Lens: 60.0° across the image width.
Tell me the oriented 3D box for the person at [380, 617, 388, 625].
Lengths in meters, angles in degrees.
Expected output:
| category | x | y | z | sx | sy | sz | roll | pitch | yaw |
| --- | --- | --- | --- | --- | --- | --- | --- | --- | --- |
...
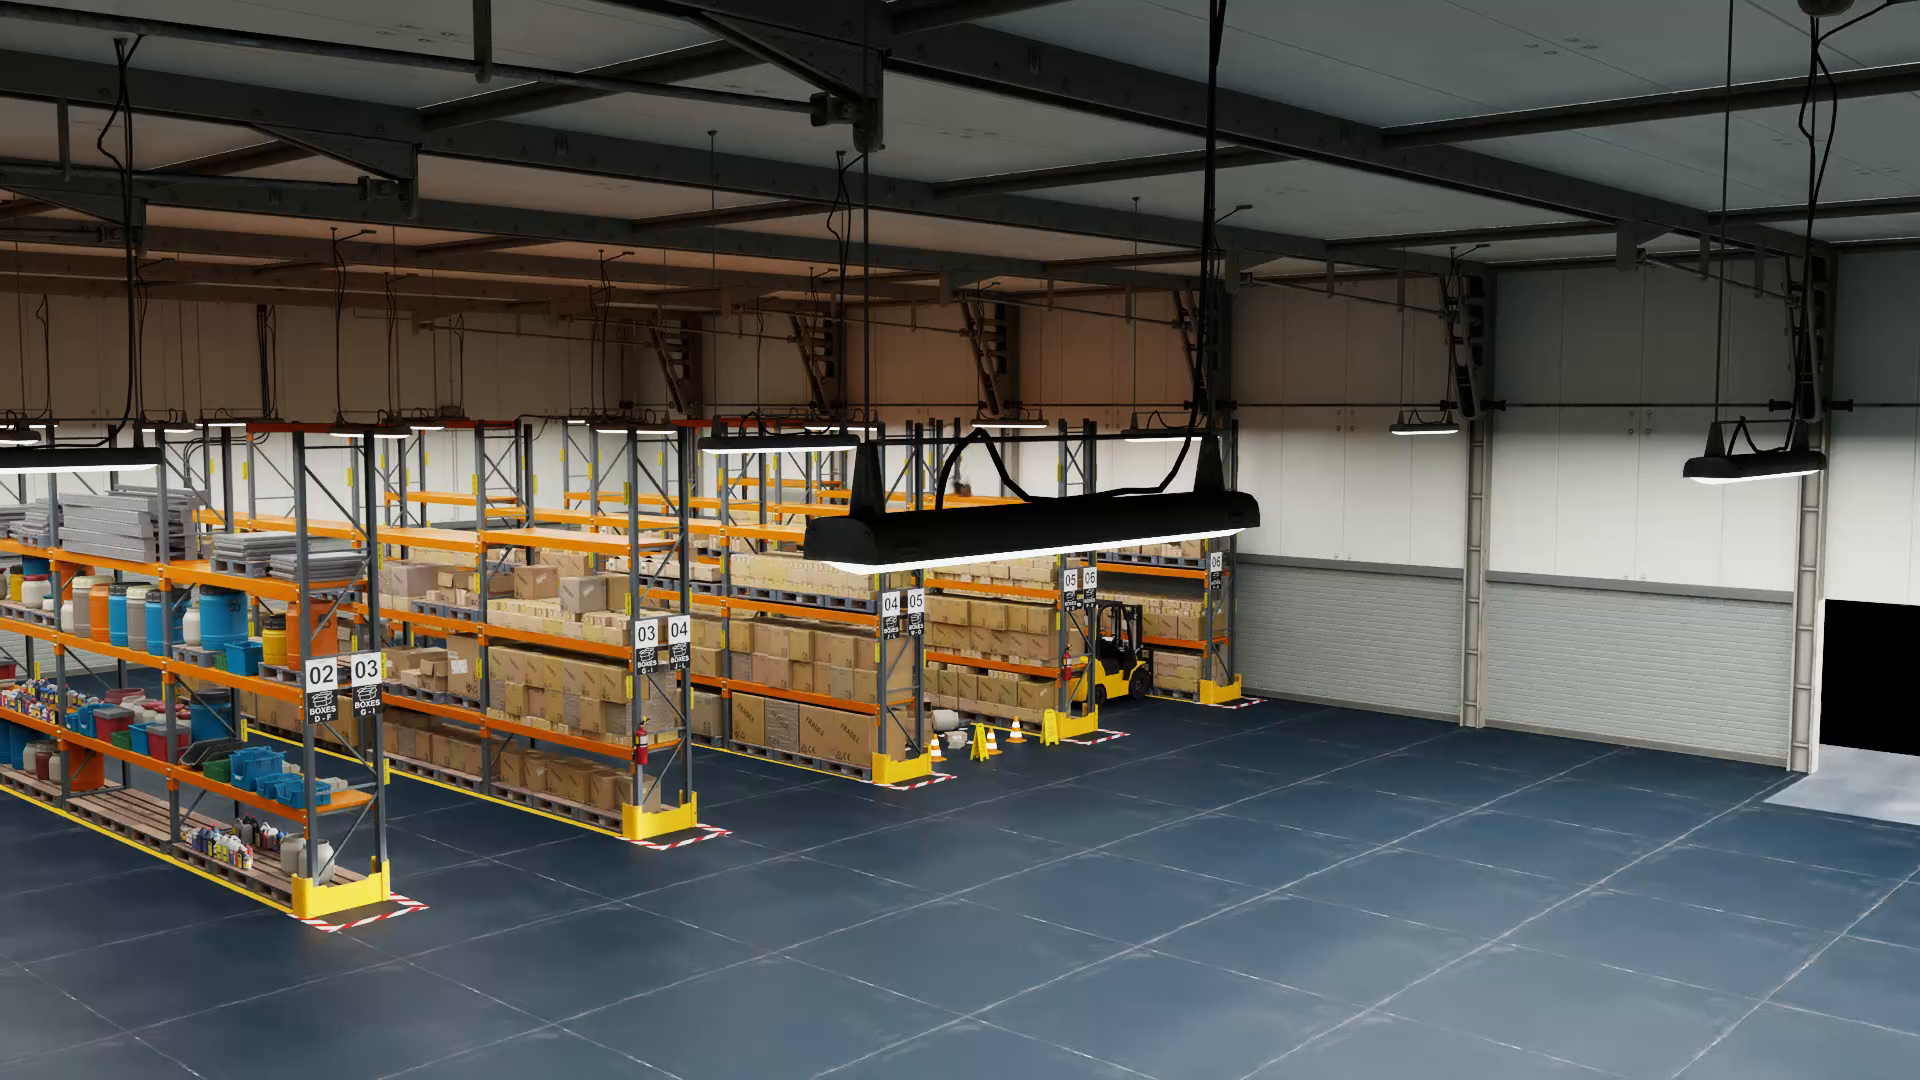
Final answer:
| category | x | y | z | sx | sy | sz | roll | pitch | yaw |
| --- | --- | --- | --- | --- | --- | --- | --- | --- | --- |
| person | -13.907 | 2.292 | 40.187 | 0.543 | 1.560 | 0.676 | 1 | 5 | 9 |
